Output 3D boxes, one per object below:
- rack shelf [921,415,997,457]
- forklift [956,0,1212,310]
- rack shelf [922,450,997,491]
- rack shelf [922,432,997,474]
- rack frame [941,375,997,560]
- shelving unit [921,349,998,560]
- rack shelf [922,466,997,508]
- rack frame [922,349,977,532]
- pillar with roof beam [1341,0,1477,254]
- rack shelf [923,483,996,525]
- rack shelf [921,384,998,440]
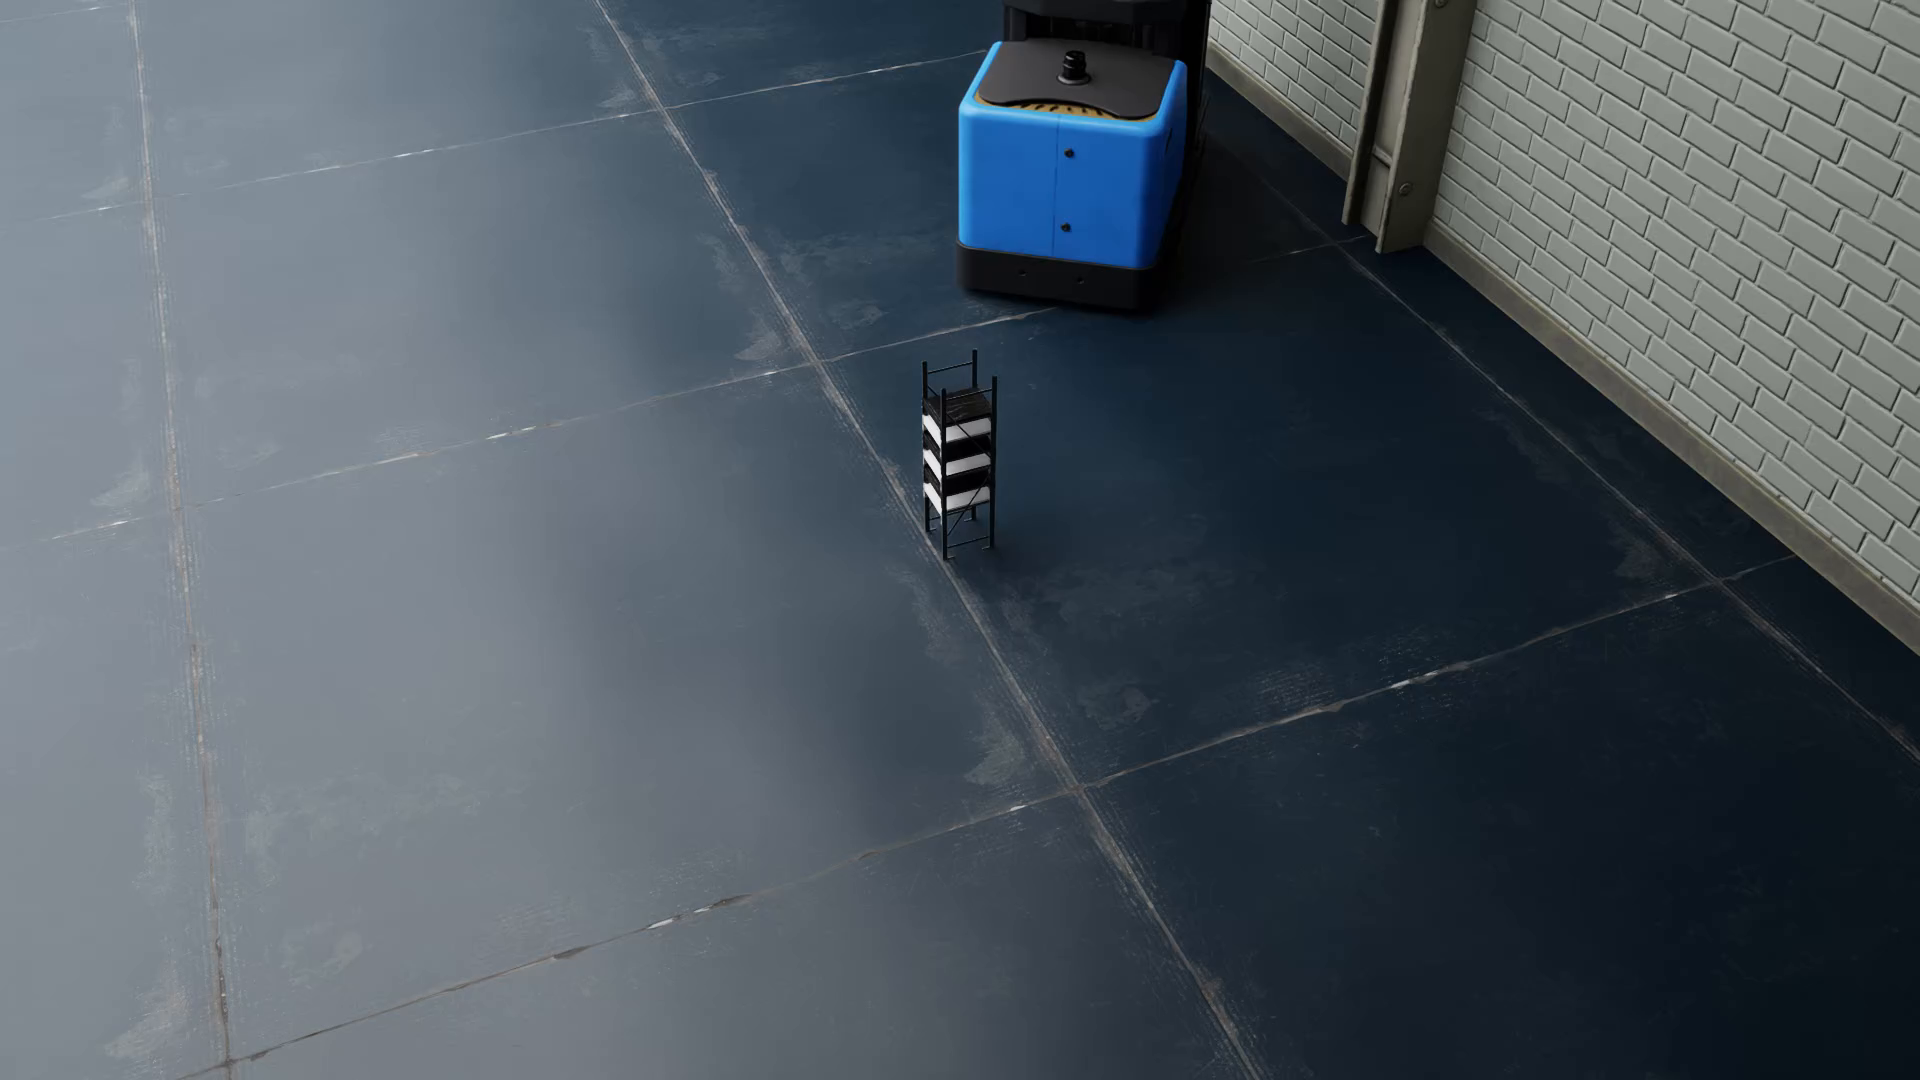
[{"bbox_3d":[-0.003,-0.457,6.867,0.258,0.077,0.200,-15,43,-17],"label":"rack shelf"},{"bbox_3d":[0.831,-3.259,8.792,1.130,2.935,3.031,9,42,11],"label":"forklift"},{"bbox_3d":[-0.003,-0.321,6.984,0.258,0.077,0.200,-15,43,-17],"label":"rack shelf"},{"bbox_3d":[-0.003,-0.389,6.925,0.258,0.077,0.200,-15,43,-17],"label":"rack shelf"},{"bbox_3d":[0.036,-0.285,6.891,0.240,0.900,0.006,-15,43,-17],"label":"rack frame"},{"bbox_3d":[-0.003,-0.346,6.962,0.258,0.900,0.210,-15,43,-17],"label":"shelving unit"},{"bbox_3d":[-0.003,-0.253,7.043,0.258,0.077,0.200,-15,43,-17],"label":"rack shelf"},{"bbox_3d":[-0.042,-0.407,7.034,0.240,0.900,0.006,-15,43,-17],"label":"rack frame"},{"bbox_3d":[-1.622,-4.051,5.060,9.100,9.000,0.400,-15,43,-17],"label":"pillar with roof beam"},{"bbox_3d":[-0.003,-0.184,7.101,0.258,0.077,0.200,-15,43,-17],"label":"rack shelf"},{"bbox_3d":[-0.003,-0.526,6.808,0.258,0.077,0.200,-15,43,-17],"label":"rack shelf"}]
